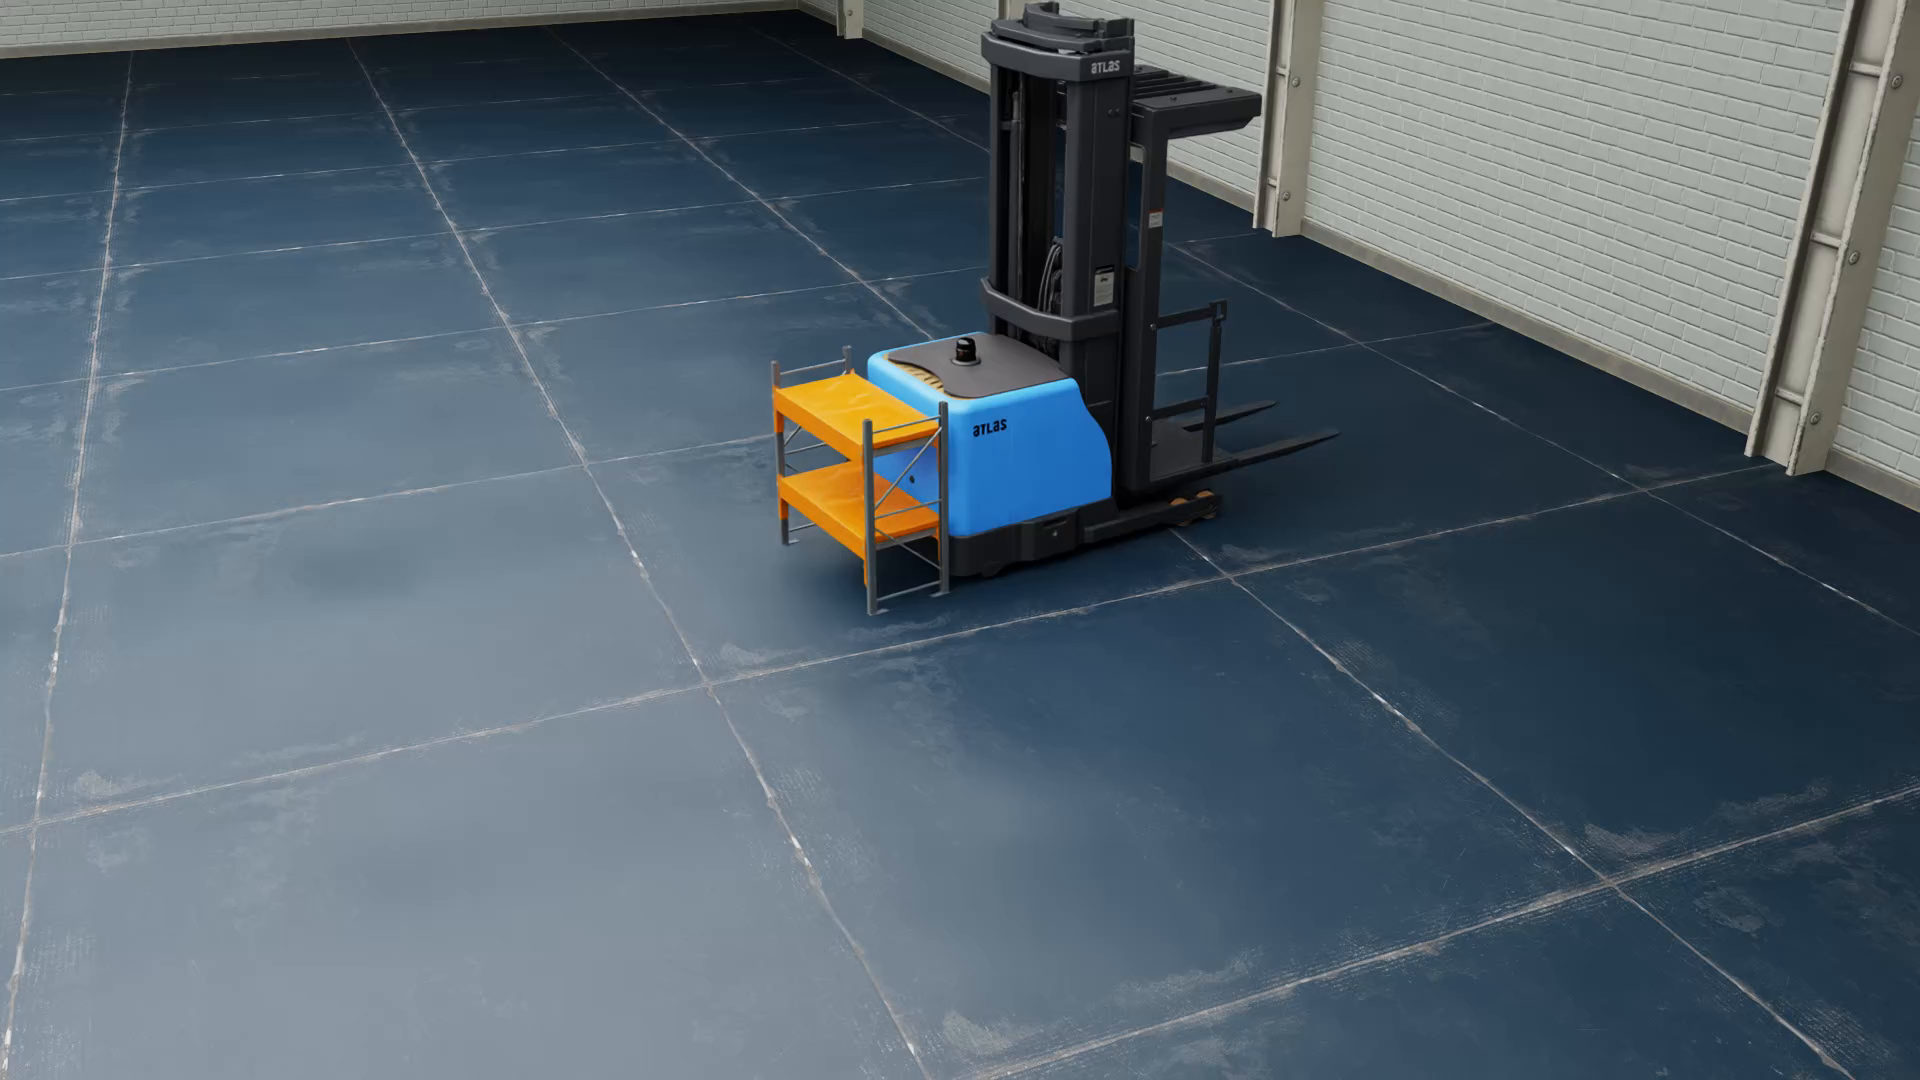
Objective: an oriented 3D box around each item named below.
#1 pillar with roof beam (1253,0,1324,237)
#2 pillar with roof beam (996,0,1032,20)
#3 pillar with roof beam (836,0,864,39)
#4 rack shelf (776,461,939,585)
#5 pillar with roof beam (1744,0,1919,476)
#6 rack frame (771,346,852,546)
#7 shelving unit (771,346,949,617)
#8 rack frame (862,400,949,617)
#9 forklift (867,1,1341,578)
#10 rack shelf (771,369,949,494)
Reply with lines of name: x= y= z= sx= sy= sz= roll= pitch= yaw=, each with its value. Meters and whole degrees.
pillar with roof beam: x=-0.952 y=-6.238 z=12.270 sx=9.100 sy=9.000 sz=0.400 roll=-11 pitch=28 yaw=-21
pillar with roof beam: x=-3.302 y=-8.660 z=17.231 sx=9.100 sy=9.000 sz=0.400 roll=-11 pitch=28 yaw=-21
pillar with roof beam: x=-5.651 y=-11.083 z=22.192 sx=9.100 sy=9.000 sz=0.400 roll=-11 pitch=28 yaw=-21
rack shelf: x=-0.555 y=-0.126 z=9.284 sx=0.538 sy=0.278 sz=1.000 roll=-16 pitch=30 yaw=-29
pillar with roof beam: x=1.398 y=-3.816 z=7.309 sx=9.100 sy=9.000 sz=0.400 roll=-11 pitch=28 yaw=-21
rack frame: x=-0.831 y=-0.533 z=9.560 sx=0.500 sy=1.125 sz=0.032 roll=-16 pitch=30 yaw=-29
shelving unit: x=-0.555 y=-0.346 z=9.176 sx=0.538 sy=1.125 sz=1.048 roll=-16 pitch=30 yaw=-29
rack frame: x=-0.279 y=-0.159 z=8.793 sx=0.500 sy=1.125 sz=0.032 roll=-16 pitch=30 yaw=-29
forklift: x=0.980 y=-1.579 z=9.643 sx=3.031 sy=2.935 sz=1.130 roll=-15 pitch=30 yaw=-28
rack shelf: x=-0.555 y=-0.609 z=9.048 sx=0.538 sy=0.278 sz=1.000 roll=-16 pitch=30 yaw=-29
